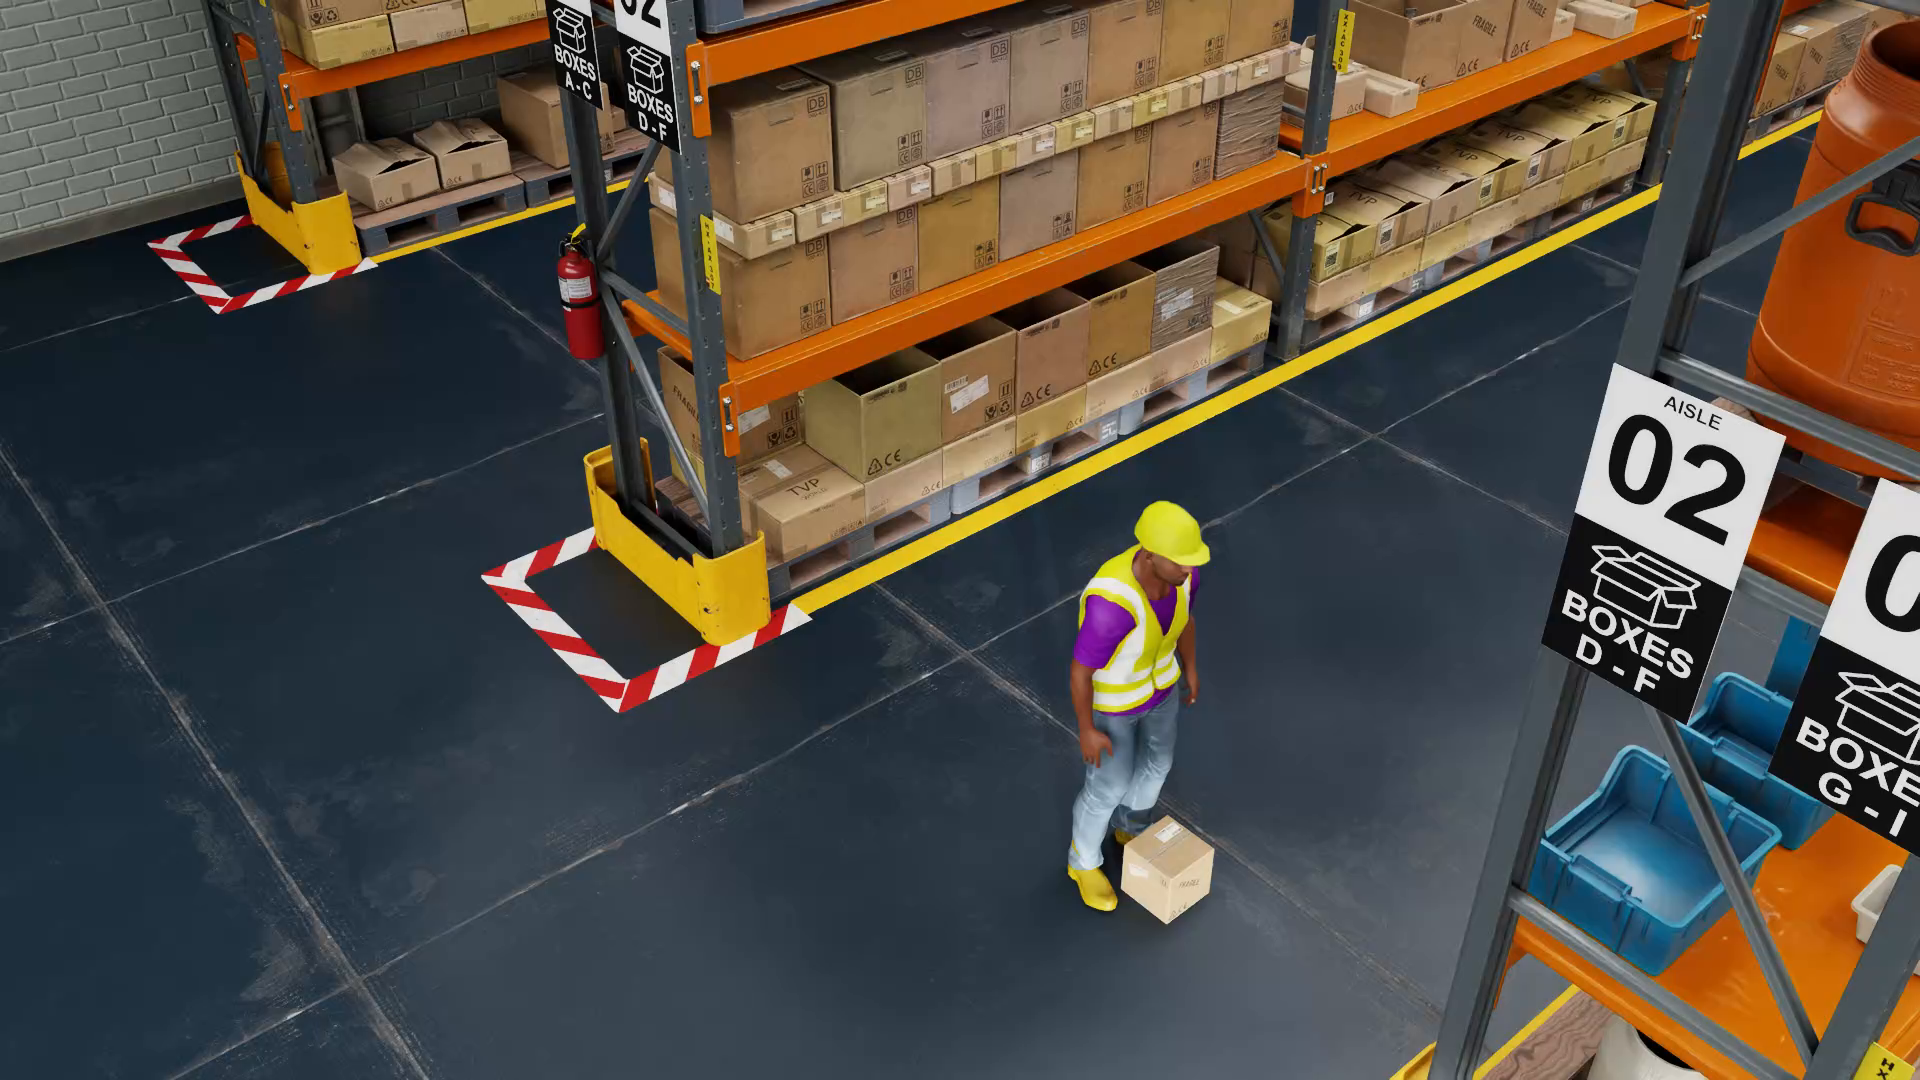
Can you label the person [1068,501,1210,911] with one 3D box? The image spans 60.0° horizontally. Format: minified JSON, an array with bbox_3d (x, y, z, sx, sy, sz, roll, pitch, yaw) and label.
[{"bbox_3d":[0.667,0.586,6.247,0.638,1.761,0.459,-28,44,-33],"label":"person"}]
